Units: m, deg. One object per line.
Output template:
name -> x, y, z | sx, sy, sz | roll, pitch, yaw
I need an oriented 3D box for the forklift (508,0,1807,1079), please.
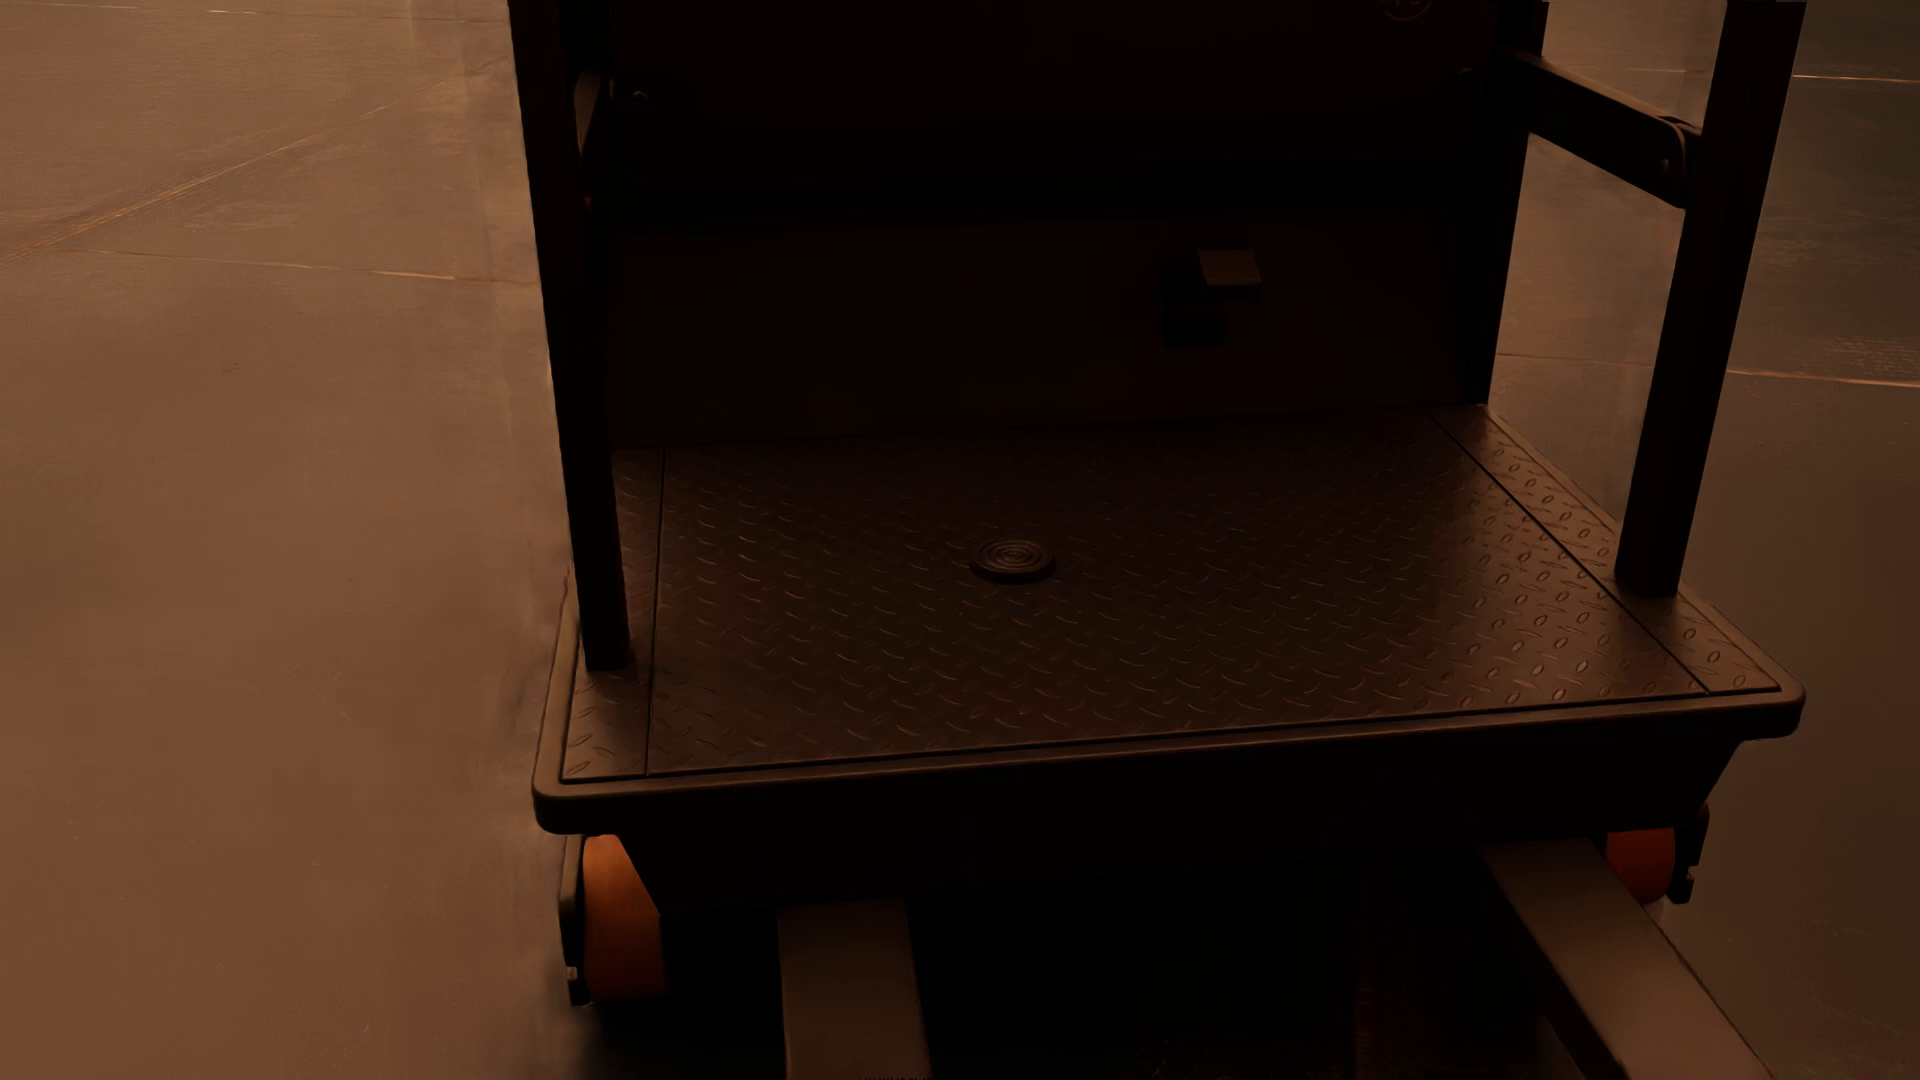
forklift -> 0.137, -1.031, 1.290 | 1.130, 2.935, 3.031 | -4, 27, -7
